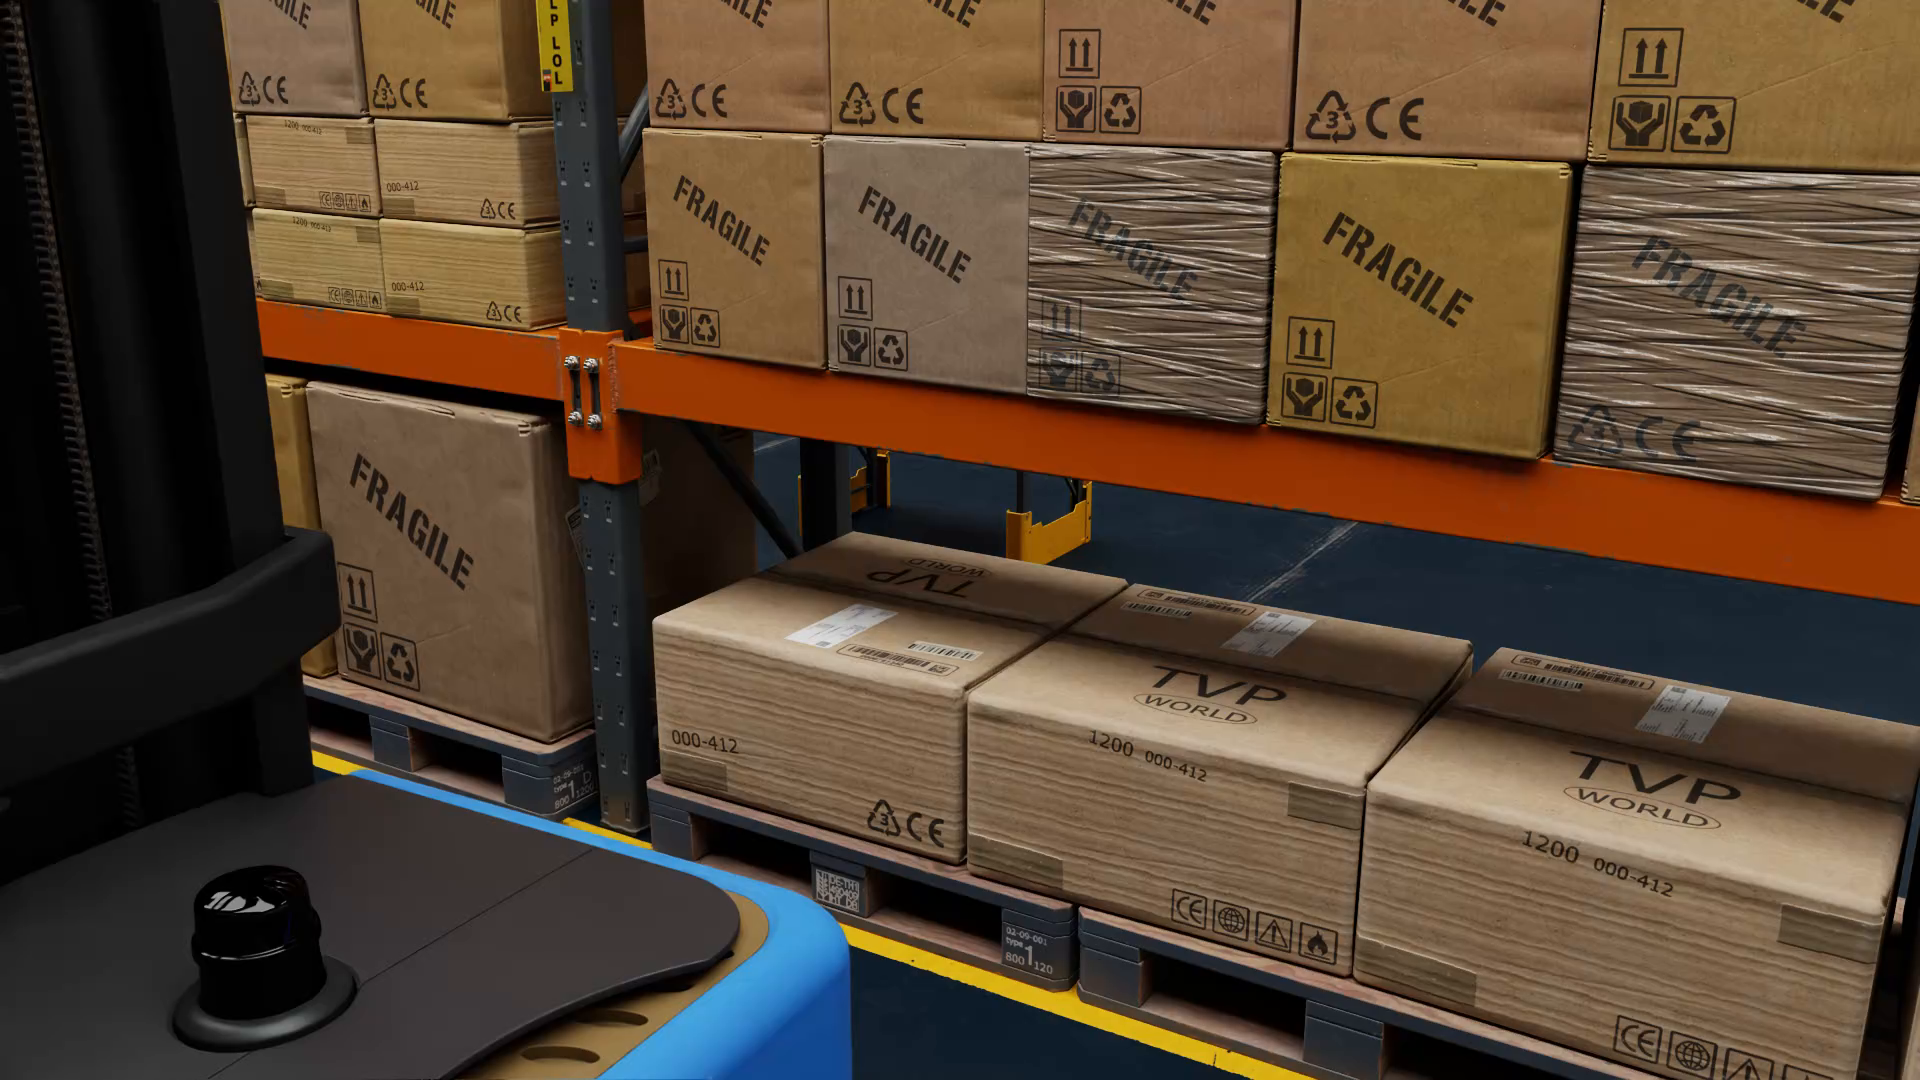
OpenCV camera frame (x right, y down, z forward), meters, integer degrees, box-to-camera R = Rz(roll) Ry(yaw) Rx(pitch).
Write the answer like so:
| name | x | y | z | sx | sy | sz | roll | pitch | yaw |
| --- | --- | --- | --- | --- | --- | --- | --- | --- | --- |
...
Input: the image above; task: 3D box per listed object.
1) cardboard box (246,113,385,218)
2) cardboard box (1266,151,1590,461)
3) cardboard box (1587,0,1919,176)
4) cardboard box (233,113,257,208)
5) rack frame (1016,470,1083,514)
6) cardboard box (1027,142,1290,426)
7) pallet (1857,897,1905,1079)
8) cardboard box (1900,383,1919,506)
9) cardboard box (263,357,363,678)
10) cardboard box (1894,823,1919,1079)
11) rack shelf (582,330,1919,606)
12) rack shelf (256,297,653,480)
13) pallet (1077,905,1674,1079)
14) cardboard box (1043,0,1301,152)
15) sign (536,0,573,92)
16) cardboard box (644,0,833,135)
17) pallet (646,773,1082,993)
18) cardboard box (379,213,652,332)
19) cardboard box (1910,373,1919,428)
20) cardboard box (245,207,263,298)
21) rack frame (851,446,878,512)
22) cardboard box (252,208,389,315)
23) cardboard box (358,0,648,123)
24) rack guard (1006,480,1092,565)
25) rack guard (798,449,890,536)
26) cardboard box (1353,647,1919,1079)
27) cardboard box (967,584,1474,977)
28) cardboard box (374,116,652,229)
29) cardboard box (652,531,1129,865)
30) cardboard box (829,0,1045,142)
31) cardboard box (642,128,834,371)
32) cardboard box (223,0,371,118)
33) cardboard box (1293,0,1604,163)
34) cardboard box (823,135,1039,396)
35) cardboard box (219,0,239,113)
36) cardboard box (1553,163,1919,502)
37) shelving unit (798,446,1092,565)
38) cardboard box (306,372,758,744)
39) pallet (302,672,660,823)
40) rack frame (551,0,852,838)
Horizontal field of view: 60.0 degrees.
| name | x | y | z | sx | sy | sz | roll | pitch | yaw |
| --- | --- | --- | --- | --- | --- | --- | --- | --- | --- |
| cardboard box | -1.567 | -1.042 | 4.547 | 0.500 | 0.250 | 0.500 | 11 | 20 | 31 |
| cardboard box | 0.915 | -0.472 | 3.101 | 0.500 | 0.500 | 0.500 | 11 | 20 | 32 |
| cardboard box | 1.358 | -0.874 | 2.704 | 0.500 | 0.500 | 0.500 | 10 | 20 | 30 |
| cardboard box | -2.012 | -1.119 | 4.802 | 0.500 | 0.250 | 0.500 | 11 | 20 | 31 |
| rack frame | 0.360 | -0.653 | 6.451 | 0.032 | 1.500 | 0.500 | 10 | 20 | 30 |
| cardboard box | 0.476 | -0.550 | 3.359 | 0.500 | 0.500 | 0.500 | 10 | 20 | 30 |
| pallet | 2.052 | 1.047 | 3.070 | 1.213 | 0.211 | 1.003 | 10 | 20 | 30 |
| cardboard box | 1.805 | -0.320 | 2.603 | 0.500 | 0.500 | 0.500 | 10 | 19 | 29 |
| cardboard box | -1.978 | -0.187 | 5.270 | 0.875 | 0.875 | 0.875 | 11 | 20 | 32 |
| cardboard box | 2.159 | 0.765 | 2.889 | 0.875 | 0.438 | 0.875 | 9 | 19 | 28 |
| rack shelf | 1.070 | -0.145 | 3.434 | 4.000 | 0.370 | 1.077 | 10 | 20 | 30 |
| rack shelf | -2.339 | -0.753 | 5.437 | 4.000 | 0.370 | 1.077 | 10 | 20 | 30 |
| pallet | 1.016 | 0.862 | 3.682 | 1.213 | 0.211 | 1.003 | 10 | 20 | 30 |
| cardboard box | 0.502 | -1.028 | 3.212 | 0.500 | 0.500 | 0.500 | 11 | 20 | 31 |
| sign | -0.910 | -1.173 | 3.727 | 0.005 | 0.325 | 0.100 | 10 | 20 | 30 |
| cardboard box | -0.355 | -1.187 | 3.735 | 0.500 | 0.500 | 0.500 | 10 | 20 | 30 |
| pallet | -0.027 | 0.676 | 4.292 | 1.213 | 0.211 | 1.003 | 10 | 20 | 30 |
| cardboard box | -1.149 | -0.727 | 4.372 | 0.500 | 0.250 | 0.500 | 10 | 19 | 29 |
| cardboard box | 1.646 | -0.528 | 3.288 | 0.500 | 0.500 | 0.500 | 10 | 20 | 30 |
| cardboard box | -2.002 | -0.886 | 4.896 | 0.500 | 0.250 | 0.500 | 10 | 19 | 29 |
| rack frame | -0.506 | -0.808 | 6.961 | 0.032 | 1.500 | 0.500 | 10 | 20 | 30 |
| cardboard box | -1.582 | -0.805 | 4.628 | 0.500 | 0.250 | 0.500 | 10 | 19 | 29 |
| cardboard box | -1.146 | -1.325 | 4.190 | 0.500 | 0.500 | 0.500 | 11 | 20 | 32 |
| rack guard | 0.359 | -0.055 | 6.634 | 0.087 | 0.250 | 0.587 | 10 | 20 | 30 |
| rack guard | -0.489 | -0.207 | 7.132 | 0.087 | 0.250 | 0.587 | 10 | 20 | 30 |
| cardboard box | 1.375 | 0.628 | 3.340 | 0.875 | 0.438 | 0.875 | 11 | 20 | 32 |
| cardboard box | 0.608 | 0.490 | 3.793 | 0.875 | 0.438 | 0.875 | 9 | 19 | 28 |
| cardboard box | -1.137 | -0.967 | 4.303 | 0.500 | 0.250 | 0.500 | 10 | 20 | 30 |
| cardboard box | -0.156 | 0.354 | 4.241 | 0.875 | 0.438 | 0.875 | 10 | 19 | 29 |
| cardboard box | 0.072 | -1.109 | 3.477 | 0.500 | 0.500 | 0.500 | 10 | 19 | 29 |
| cardboard box | -0.372 | -0.705 | 3.868 | 0.500 | 0.500 | 0.500 | 11 | 20 | 32 |
| cardboard box | -1.591 | -1.402 | 4.443 | 0.500 | 0.500 | 0.500 | 11 | 20 | 31 |
| cardboard box | 0.931 | -0.951 | 2.957 | 0.500 | 0.500 | 0.500 | 10 | 20 | 30 |
| cardboard box | 0.055 | -0.627 | 3.613 | 0.500 | 0.500 | 0.500 | 10 | 20 | 30 |
| cardboard box | -2.013 | -1.484 | 4.713 | 0.500 | 0.500 | 0.500 | 11 | 20 | 32 |
| cardboard box | 1.361 | -0.396 | 2.853 | 0.500 | 0.500 | 0.500 | 11 | 20 | 32 |
| shelving unit | -0.065 | -0.729 | 6.701 | 1.083 | 1.500 | 0.587 | 10 | 20 | 30 |
| cardboard box | -1.205 | -0.052 | 4.824 | 0.875 | 0.875 | 0.875 | 11 | 20 | 32 |
| pallet | -1.331 | 0.442 | 5.061 | 1.213 | 0.211 | 1.003 | 10 | 20 | 30 |
| rack frame | -0.634 | -0.793 | 4.331 | 0.127 | 3.000 | 1.000 | 10 | 20 | 30 |
